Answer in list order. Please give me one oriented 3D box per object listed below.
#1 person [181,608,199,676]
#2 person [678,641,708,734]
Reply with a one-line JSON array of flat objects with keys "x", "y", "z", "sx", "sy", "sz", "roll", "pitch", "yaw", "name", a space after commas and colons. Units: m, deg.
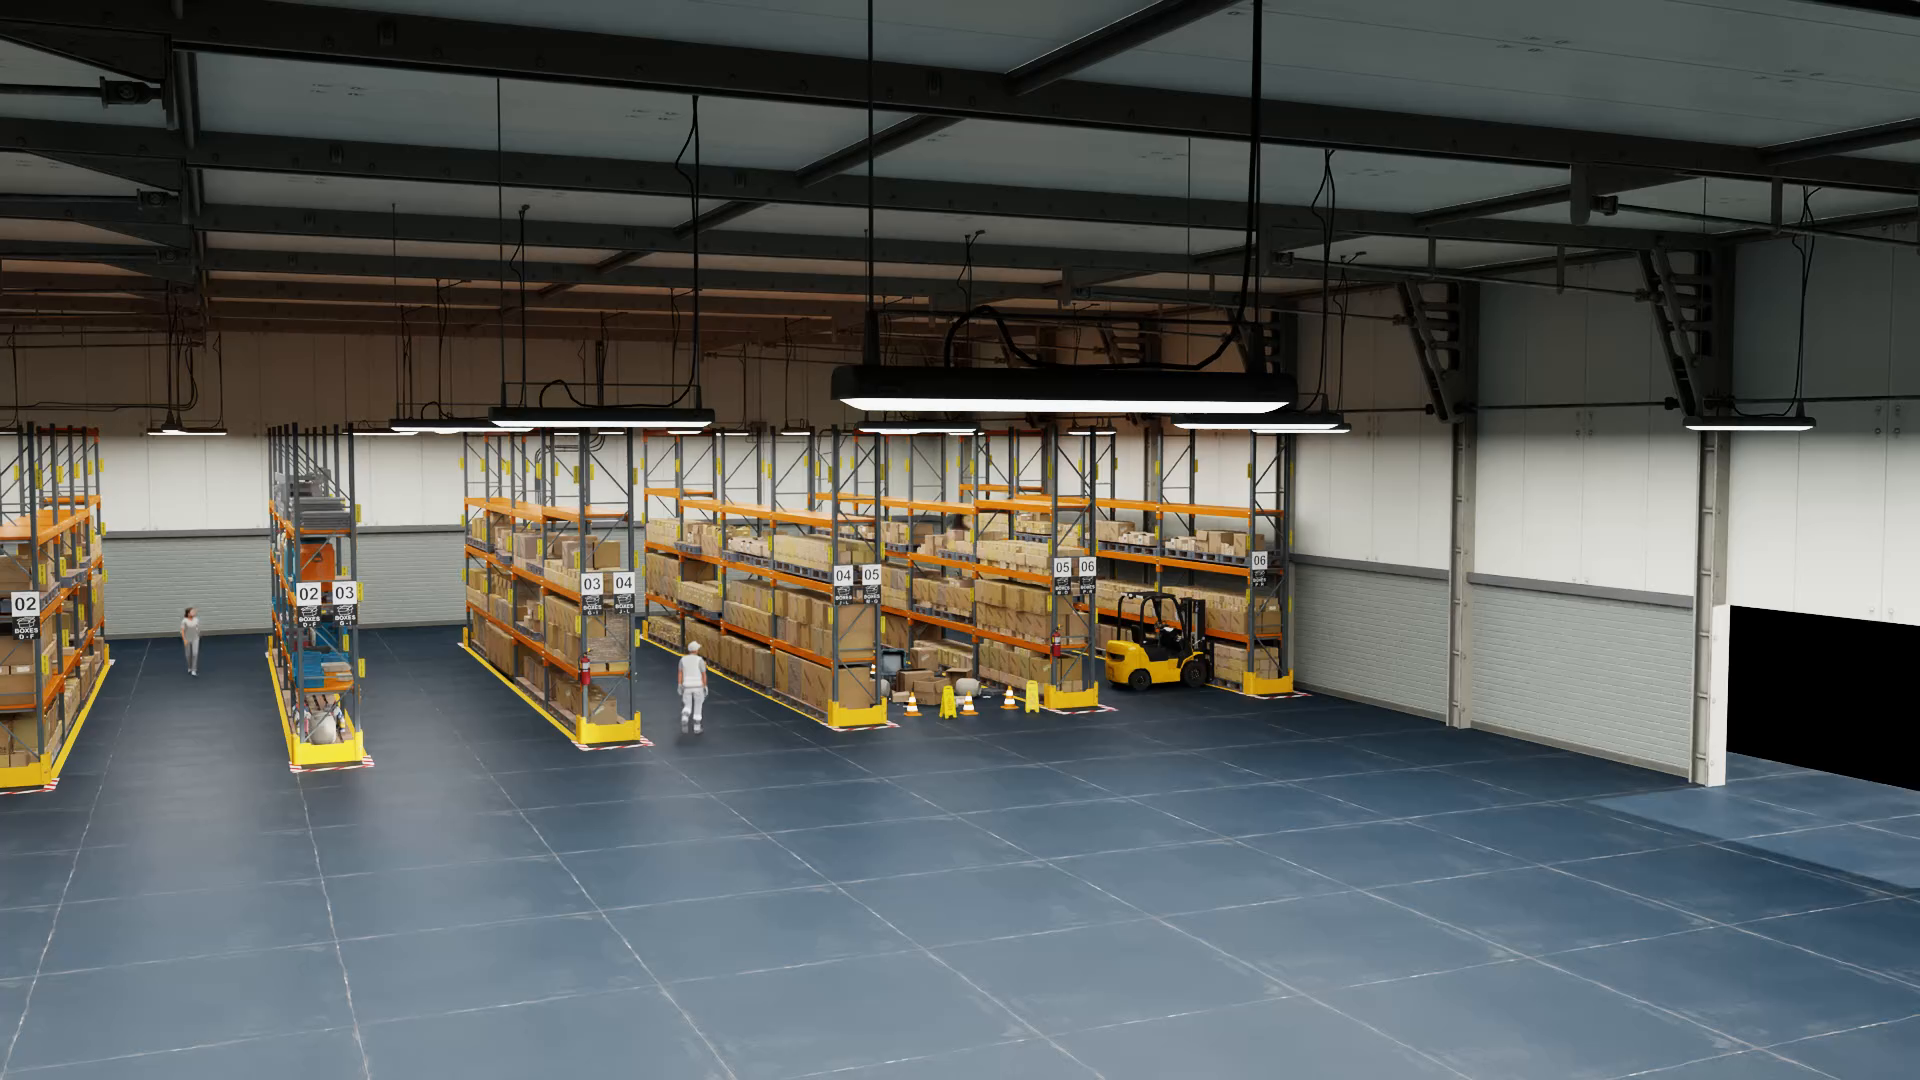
[{"x": -18.627, "y": 2.446, "z": 40.233, "sx": 0.398, "sy": 1.626, "sz": 0.974, "roll": -1, "pitch": 4, "yaw": -19, "name": "person"}, {"x": -5.181, "y": 2.852, "z": 32.170, "sx": 0.600, "sy": 1.783, "sz": 0.520, "roll": 1, "pitch": 4, "yaw": 9, "name": "person"}]
